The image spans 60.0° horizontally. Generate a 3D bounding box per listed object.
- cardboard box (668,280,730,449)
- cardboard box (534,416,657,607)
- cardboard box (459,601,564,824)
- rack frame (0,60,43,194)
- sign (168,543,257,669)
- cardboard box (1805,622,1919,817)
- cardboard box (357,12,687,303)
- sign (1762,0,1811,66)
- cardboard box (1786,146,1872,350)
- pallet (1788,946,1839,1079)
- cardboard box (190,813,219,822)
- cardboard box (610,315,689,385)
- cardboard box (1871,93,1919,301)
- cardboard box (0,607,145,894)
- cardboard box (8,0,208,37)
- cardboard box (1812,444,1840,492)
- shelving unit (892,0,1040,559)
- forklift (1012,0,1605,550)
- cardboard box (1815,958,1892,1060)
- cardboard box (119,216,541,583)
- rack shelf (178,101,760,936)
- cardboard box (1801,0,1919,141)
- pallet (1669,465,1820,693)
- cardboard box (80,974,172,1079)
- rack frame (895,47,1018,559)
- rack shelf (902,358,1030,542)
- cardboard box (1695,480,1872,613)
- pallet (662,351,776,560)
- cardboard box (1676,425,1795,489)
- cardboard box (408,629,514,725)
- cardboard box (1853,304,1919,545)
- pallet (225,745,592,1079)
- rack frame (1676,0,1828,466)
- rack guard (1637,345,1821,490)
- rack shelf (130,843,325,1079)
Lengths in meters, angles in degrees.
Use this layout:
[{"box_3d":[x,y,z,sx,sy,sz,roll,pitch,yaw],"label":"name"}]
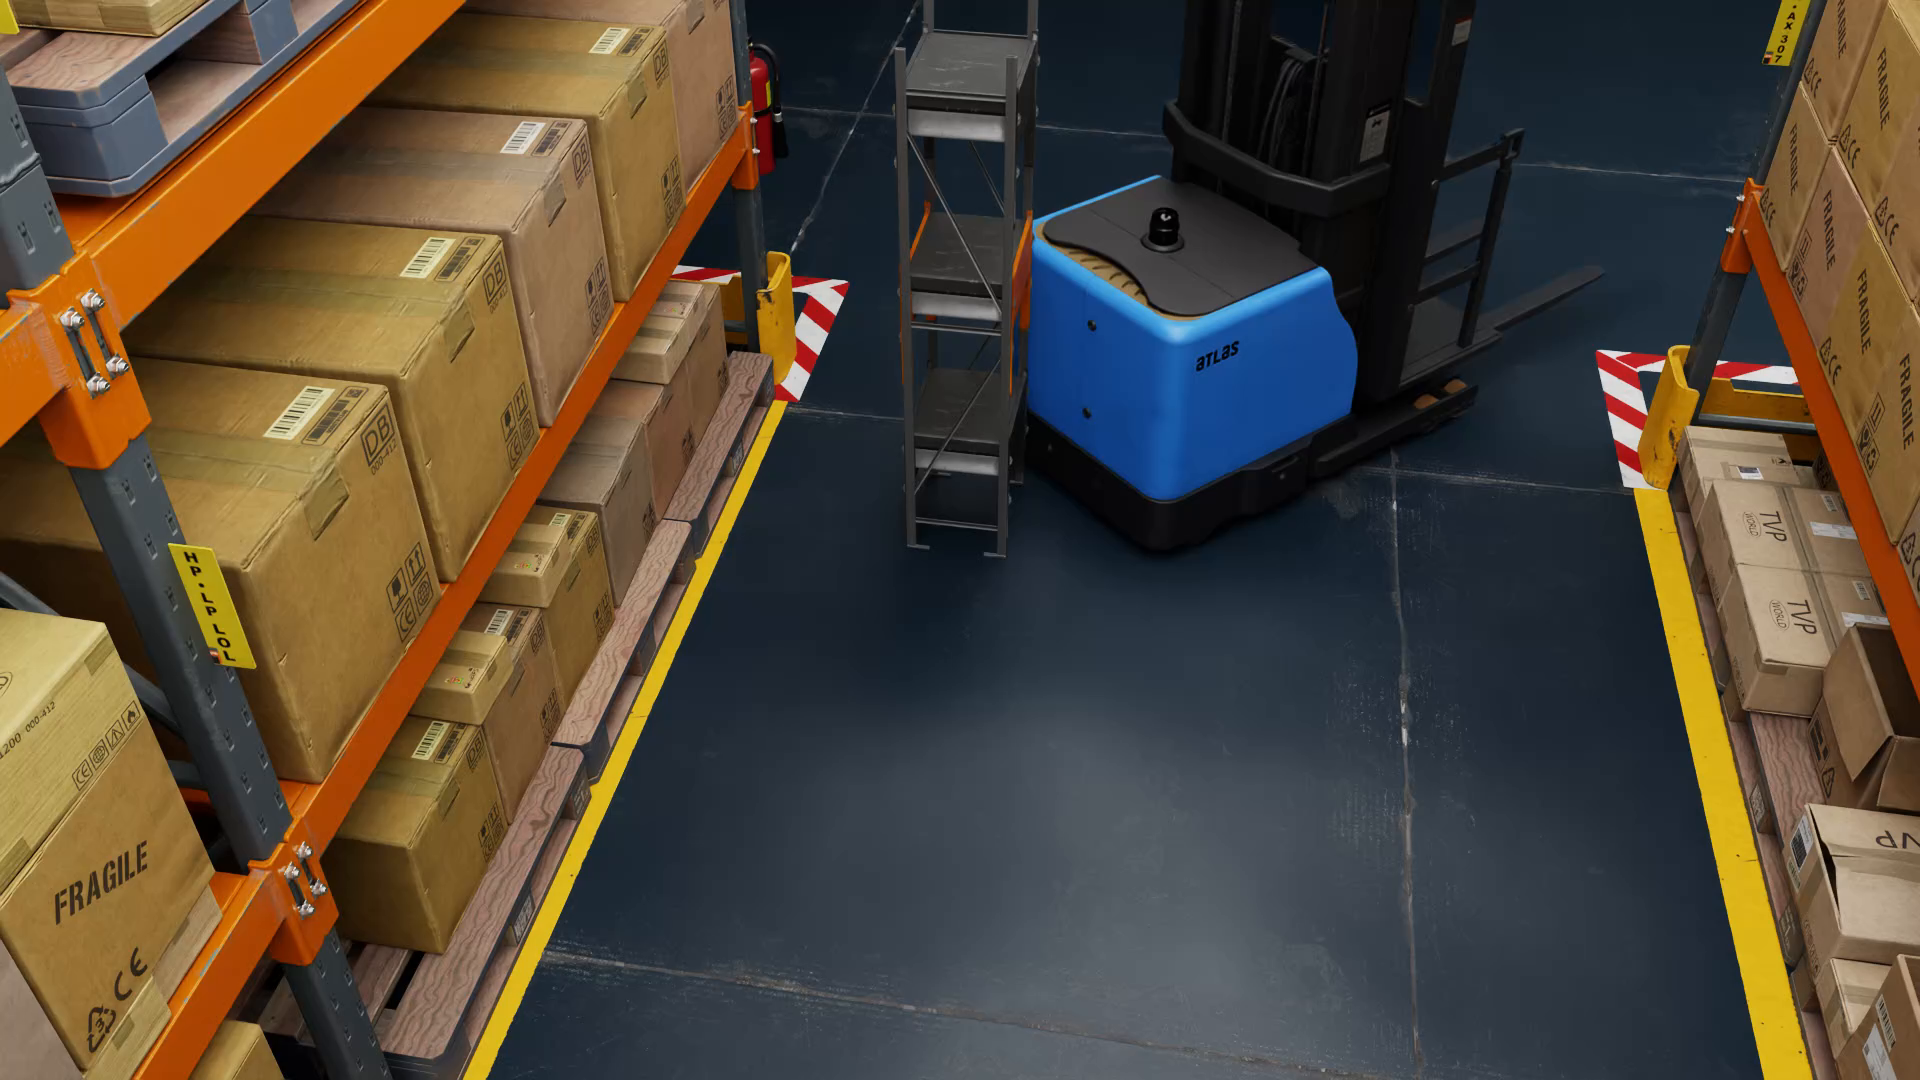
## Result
[{"box_3d":[-1.388,-0.759,6.946,0.700,0.500,0.500,6,40,8],"label":"cardboard box"},{"box_3d":[-1.561,-0.129,6.184,0.700,0.500,0.500,5,40,6],"label":"cardboard box"},{"box_3d":[-1.737,0.529,5.389,0.700,0.500,0.500,6,40,7],"label":"cardboard box"},{"box_3d":[-2.058,-1.812,1.880,1.000,3.000,0.127,6,40,8],"label":"rack frame"},{"box_3d":[-1.521,0.138,3.383,0.100,0.325,0.005,6,40,8],"label":"sign"},{"box_3d":[3.142,0.657,5.215,0.797,0.503,0.637,6,40,8],"label":"cardboard box"},{"box_3d":[-1.559,-1.347,5.790,0.980,0.700,0.700,6,40,7],"label":"cardboard box"},{"box_3d":[2.980,-1.860,5.966,0.100,0.325,0.005,6,40,8],"label":"sign"},{"box_3d":[3.094,-0.931,5.444,0.500,0.500,0.500,6,40,7],"label":"cardboard box"},{"box_3d":[2.942,1.688,4.543,1.003,0.211,1.213,6,40,8],"label":"pallet"},{"box_3d":[-2.048,0.663,4.718,0.380,0.149,0.250,6,40,7],"label":"cardboard box"},{"box_3d":[-1.274,-0.747,6.423,0.380,0.149,0.250,7,40,9],"label":"cardboard box"},{"box_3d":[3.003,-0.999,4.741,0.500,0.500,0.500,7,40,8],"label":"cardboard box"},{"box_3d":[-1.886,0.371,3.031,0.500,0.250,0.500,7,40,9],"label":"cardboard box"},{"box_3d":[-1.678,-1.203,3.207,0.500,0.250,0.500,6,40,8],"label":"cardboard box"},{"box_3d":[3.663,-0.304,6.380,0.500,0.500,0.500,6,40,8],"label":"cardboard box"},{"box_3d":[0.029,-0.913,6.207,0.431,2.100,0.503,6,40,8],"label":"shelving unit"},{"box_3d":[1.679,-1.849,6.686,3.031,2.935,1.130,-25,46,-27],"label":"forklift"},{"box_3d":[2.647,1.342,4.665,0.380,0.149,0.250,6,40,8],"label":"cardboard box"},{"box_3d":[-1.816,-0.412,4.659,0.980,0.700,0.700,5,40,7],"label":"cardboard box"},{"box_3d":[-1.711,-0.478,5.539,1.077,0.370,4.000,6,40,8],"label":"rack shelf"},{"box_3d":[3.178,-1.641,5.518,0.500,0.500,0.500,8,40,9],"label":"cardboard box"},{"box_3d":[3.364,0.156,6.395,1.003,0.211,1.213,6,40,8],"label":"pallet"},{"box_3d":[-1.858,0.993,3.376,0.380,0.149,0.250,7,40,8],"label":"cardboard box"},{"box_3d":[-0.014,-0.760,6.021,0.400,2.100,0.015,6,40,8],"label":"rack frame"},{"box_3d":[0.029,-0.363,6.661,0.431,0.518,0.480,6,40,8],"label":"rack shelf"},{"box_3d":[3.054,0.047,6.151,0.500,0.250,0.500,6,40,8],"label":"cardboard box"},{"box_3d":[-1.427,-0.425,7.099,1.003,0.211,1.213,6,40,8],"label":"pallet"},{"box_3d":[3.103,-0.312,6.666,0.380,0.149,0.250,6,40,8],"label":"cardboard box"},{"box_3d":[-1.588,0.399,5.037,0.380,0.149,0.250,8,40,9],"label":"cardboard box"},{"box_3d":[2.916,-0.303,4.684,0.500,0.500,0.500,7,40,8],"label":"cardboard box"},{"box_3d":[-1.849,1.106,5.247,1.003,0.211,1.213,6,40,8],"label":"pallet"},{"box_3d":[3.514,-1.467,6.170,1.000,3.000,0.127,6,40,8],"label":"rack frame"},{"box_3d":[3.501,-0.455,6.909,1.175,0.500,0.348,6,40,8],"label":"rack guard"},{"box_3d":[-2.404,2.032,2.502,1.077,0.370,4.000,6,40,8],"label":"rack shelf"}]
